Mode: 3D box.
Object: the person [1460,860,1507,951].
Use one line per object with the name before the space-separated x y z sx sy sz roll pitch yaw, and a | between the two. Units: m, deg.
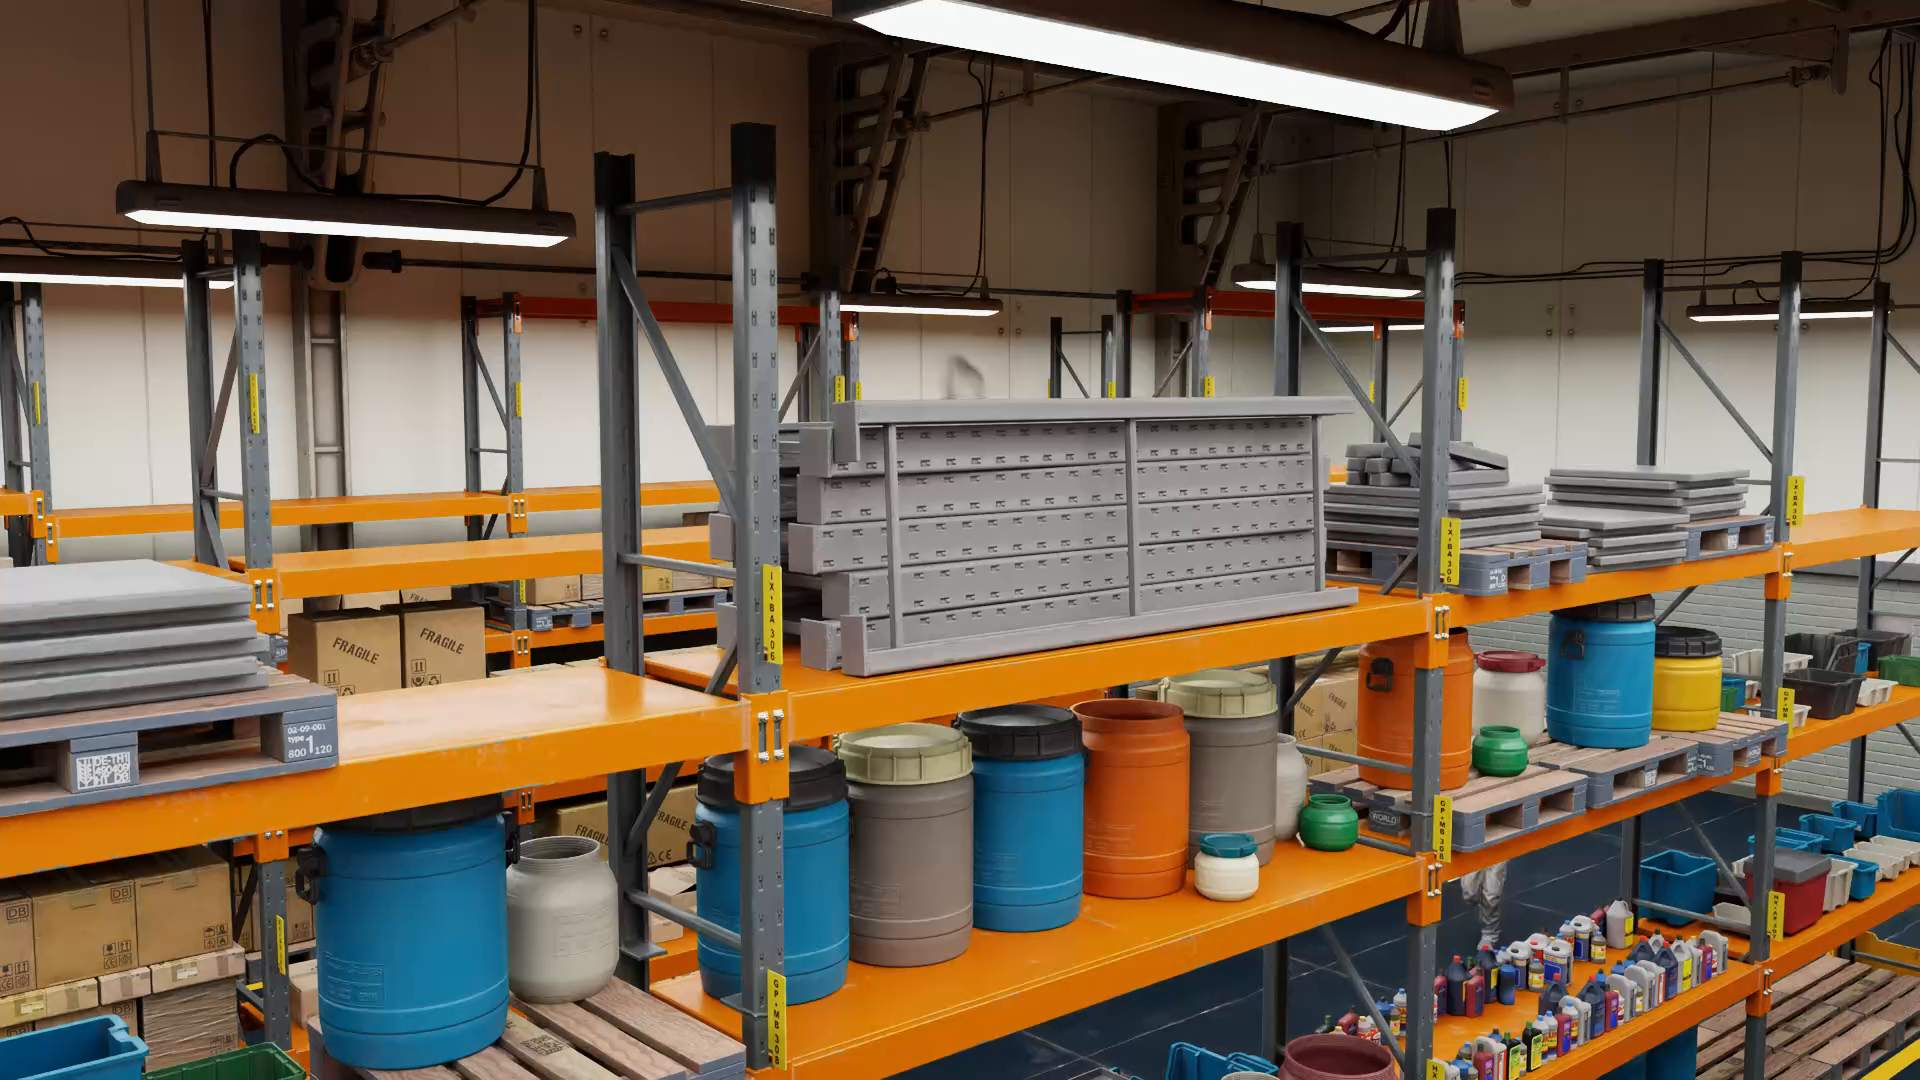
person | 4.835 2.874 15.244 0.698 1.737 0.617 4 7 35
